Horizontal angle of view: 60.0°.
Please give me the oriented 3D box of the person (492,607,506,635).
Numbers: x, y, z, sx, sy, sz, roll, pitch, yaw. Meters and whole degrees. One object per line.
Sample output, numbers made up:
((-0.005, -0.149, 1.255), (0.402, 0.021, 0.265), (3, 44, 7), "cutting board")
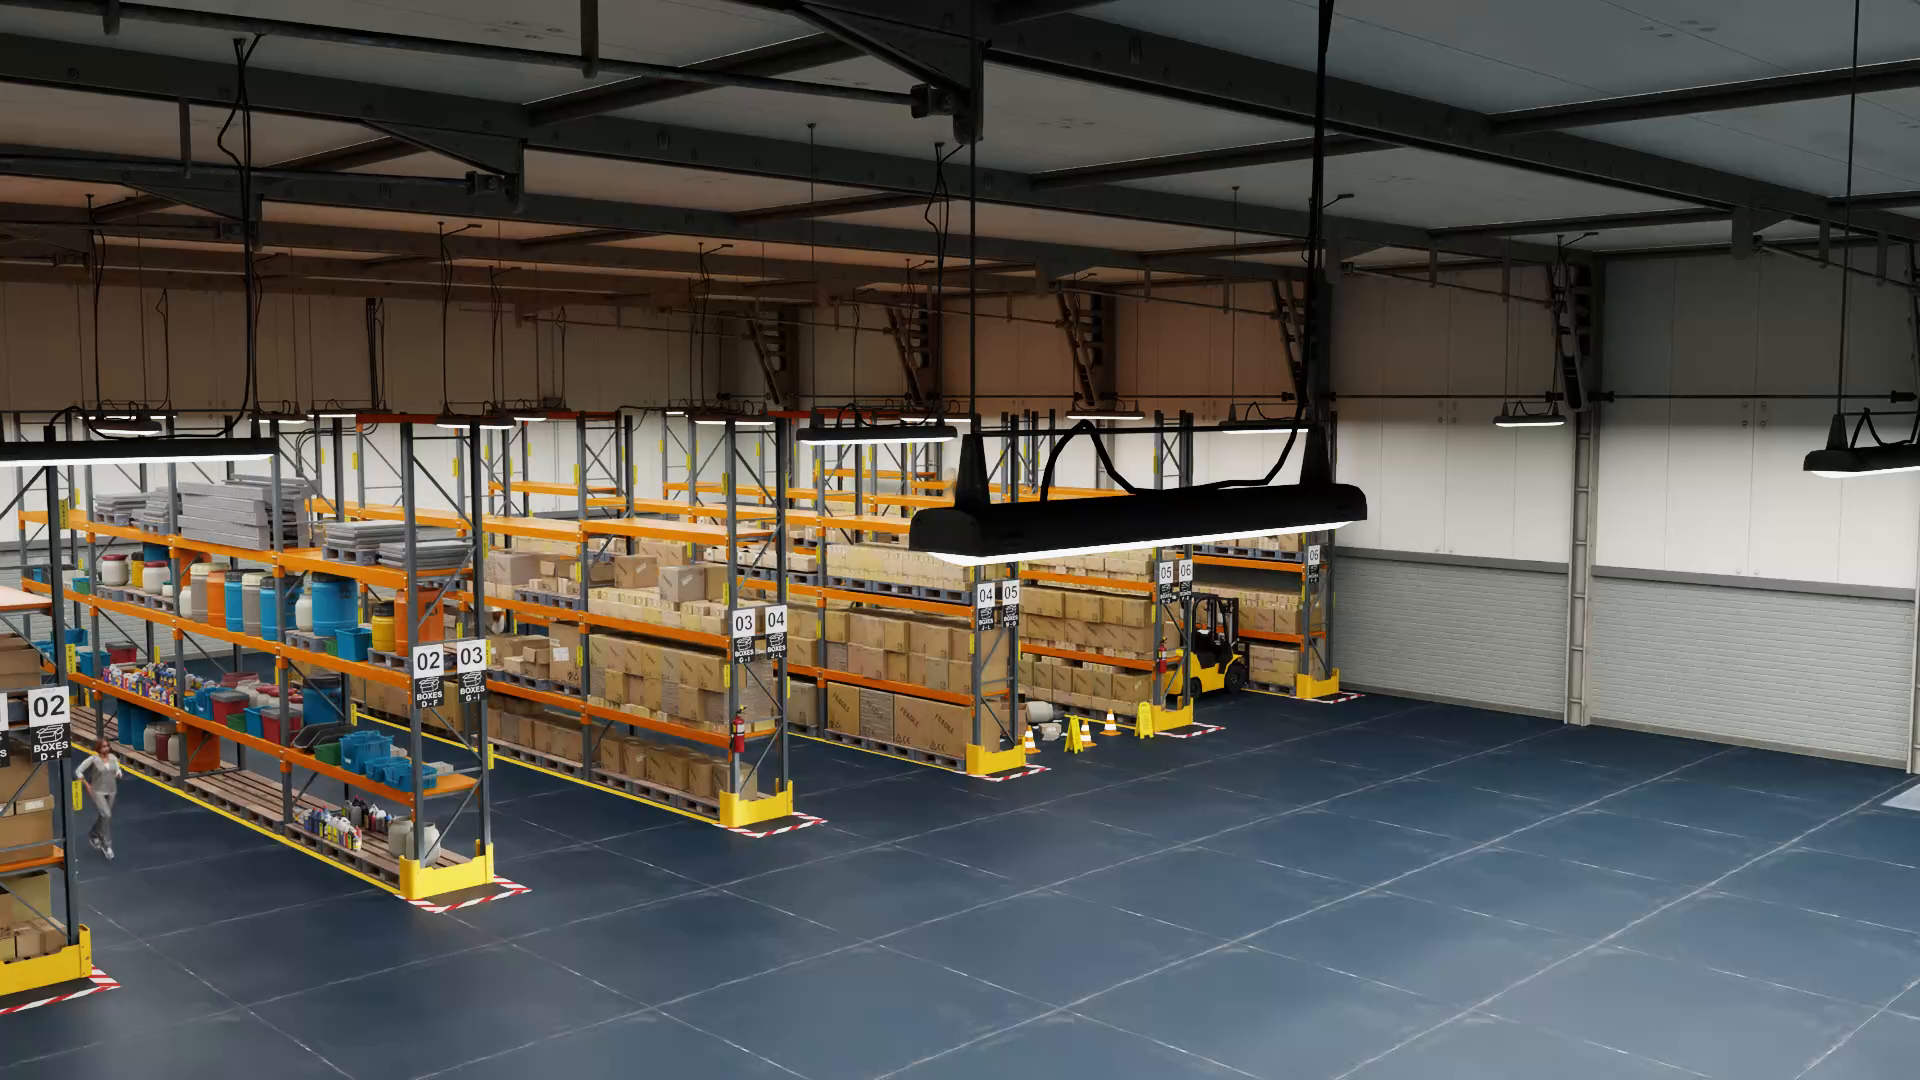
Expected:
((-10.410, 2.293, 36.955), (0.769, 1.712, 0.677), (3, 6, 35), "person")

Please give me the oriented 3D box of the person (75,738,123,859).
((-11.827, 3.543, 22.941), (0.736, 1.647, 0.522), (3, 6, 29), "person")
